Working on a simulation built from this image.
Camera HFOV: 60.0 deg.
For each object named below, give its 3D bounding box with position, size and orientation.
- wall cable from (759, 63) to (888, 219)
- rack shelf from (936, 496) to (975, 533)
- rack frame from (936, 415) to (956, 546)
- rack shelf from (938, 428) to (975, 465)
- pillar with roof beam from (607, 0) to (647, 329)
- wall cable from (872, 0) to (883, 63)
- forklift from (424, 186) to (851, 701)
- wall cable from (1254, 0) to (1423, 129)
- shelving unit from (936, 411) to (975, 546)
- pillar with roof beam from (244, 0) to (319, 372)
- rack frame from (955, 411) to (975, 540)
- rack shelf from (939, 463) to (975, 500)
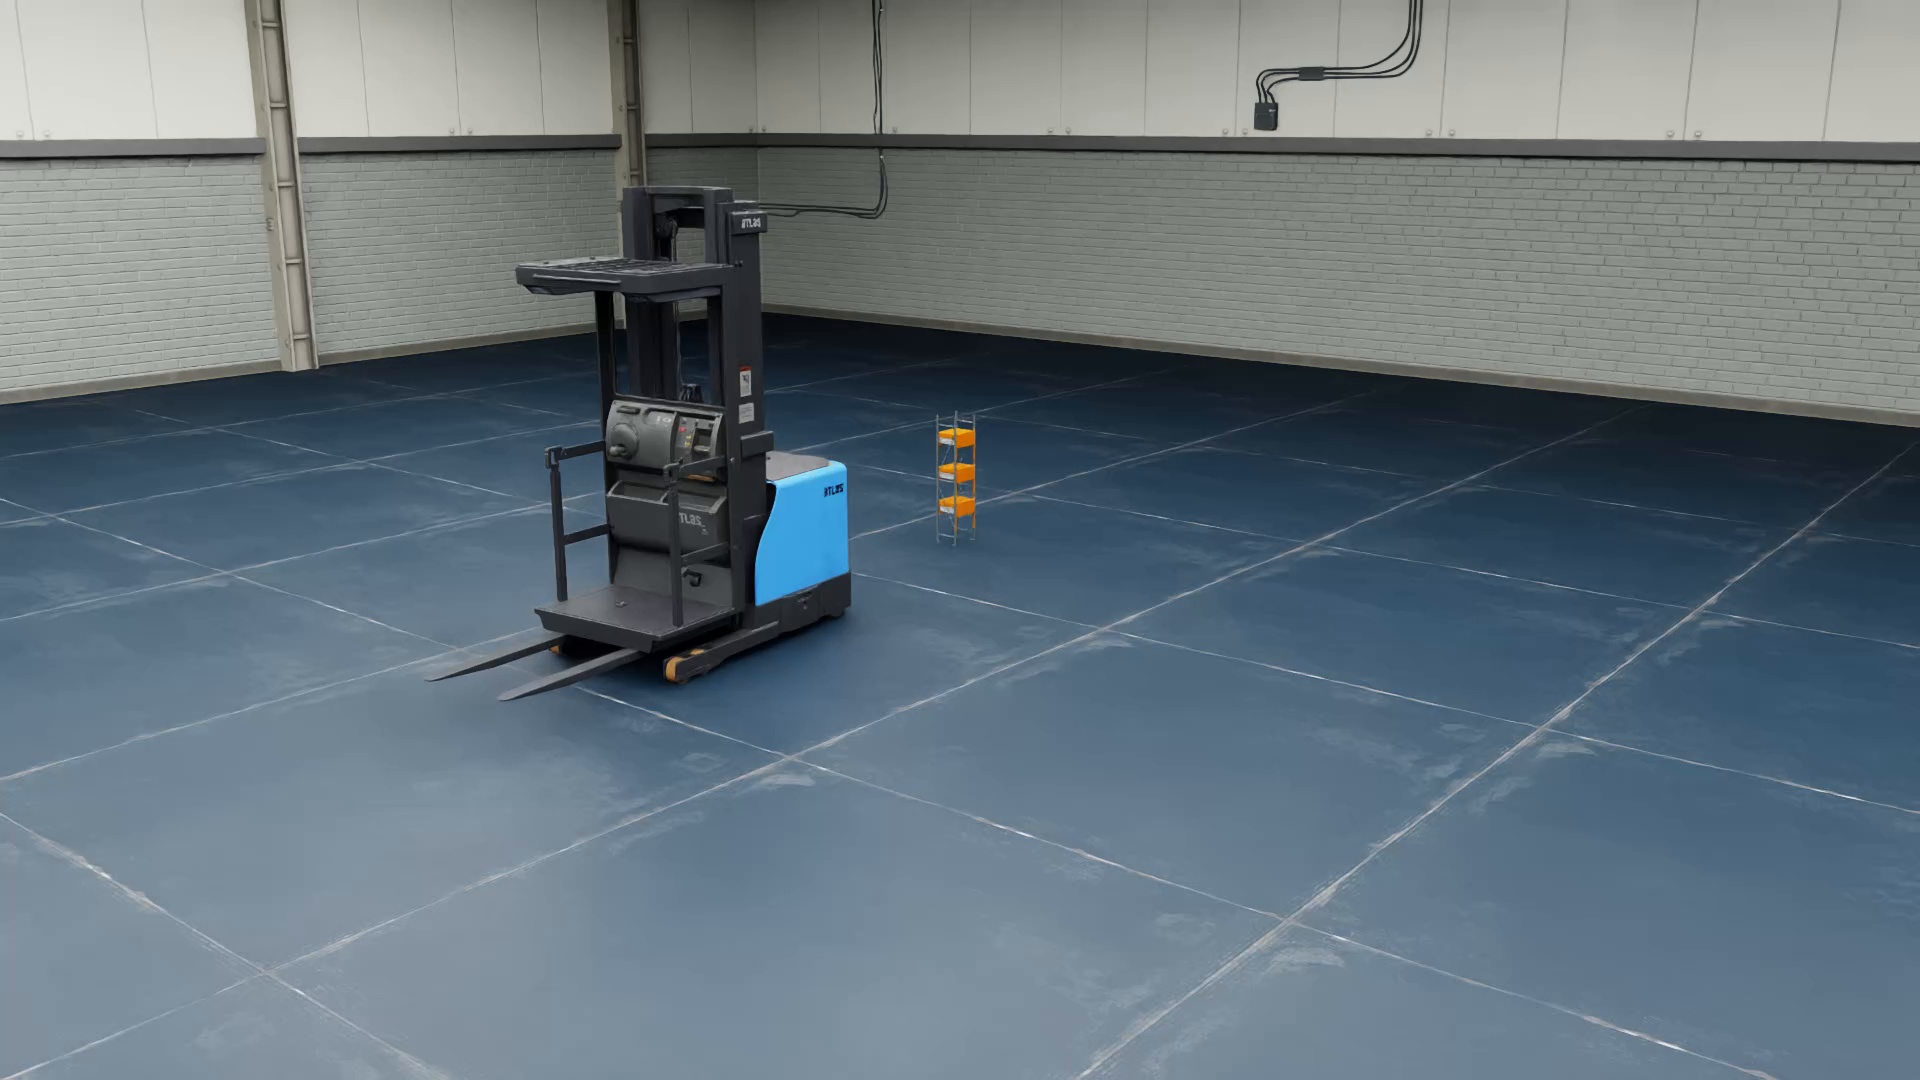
[{"bbox_3d":[-2.415,-6.708,28.060,3.097,2.526,0.112,11,18,38],"label":"wall cable"},{"bbox_3d":[-0.034,-0.219,13.524,0.215,0.259,0.240,11,18,38],"label":"rack shelf"},{"bbox_3d":[-0.110,-0.475,13.361,0.200,1.050,0.008,11,18,38],"label":"rack frame"},{"bbox_3d":[-0.034,-0.763,13.386,0.215,0.259,0.240,11,18,38],"label":"rack shelf"},{"bbox_3d":[-1.946,-7.188,23.640,9.100,9.000,0.400,11,18,38],"label":"pillar with roof beam"},{"bbox_3d":[-0.311,-8.737,25.790,3.097,2.526,0.112,11,18,38],"label":"wall cable"},{"bbox_3d":[-1.982,-0.672,10.314,1.130,2.935,3.031,9,17,32],"label":"forklift"},{"bbox_3d":[4.959,-8.389,21.464,2.305,6.003,0.169,11,18,38],"label":"wall cable"},{"bbox_3d":[-0.034,-0.499,13.453,0.215,1.050,0.252,11,18,38],"label":"shelving unit"},{"bbox_3d":[-5.717,-6.039,19.117,9.100,9.000,0.400,11,18,38],"label":"pillar with roof beam"},{"bbox_3d":[0.043,-0.522,13.545,0.200,1.050,0.008,11,18,38],"label":"rack frame"},{"bbox_3d":[-0.034,-0.488,13.456,0.215,0.259,0.240,11,18,38],"label":"rack shelf"}]
